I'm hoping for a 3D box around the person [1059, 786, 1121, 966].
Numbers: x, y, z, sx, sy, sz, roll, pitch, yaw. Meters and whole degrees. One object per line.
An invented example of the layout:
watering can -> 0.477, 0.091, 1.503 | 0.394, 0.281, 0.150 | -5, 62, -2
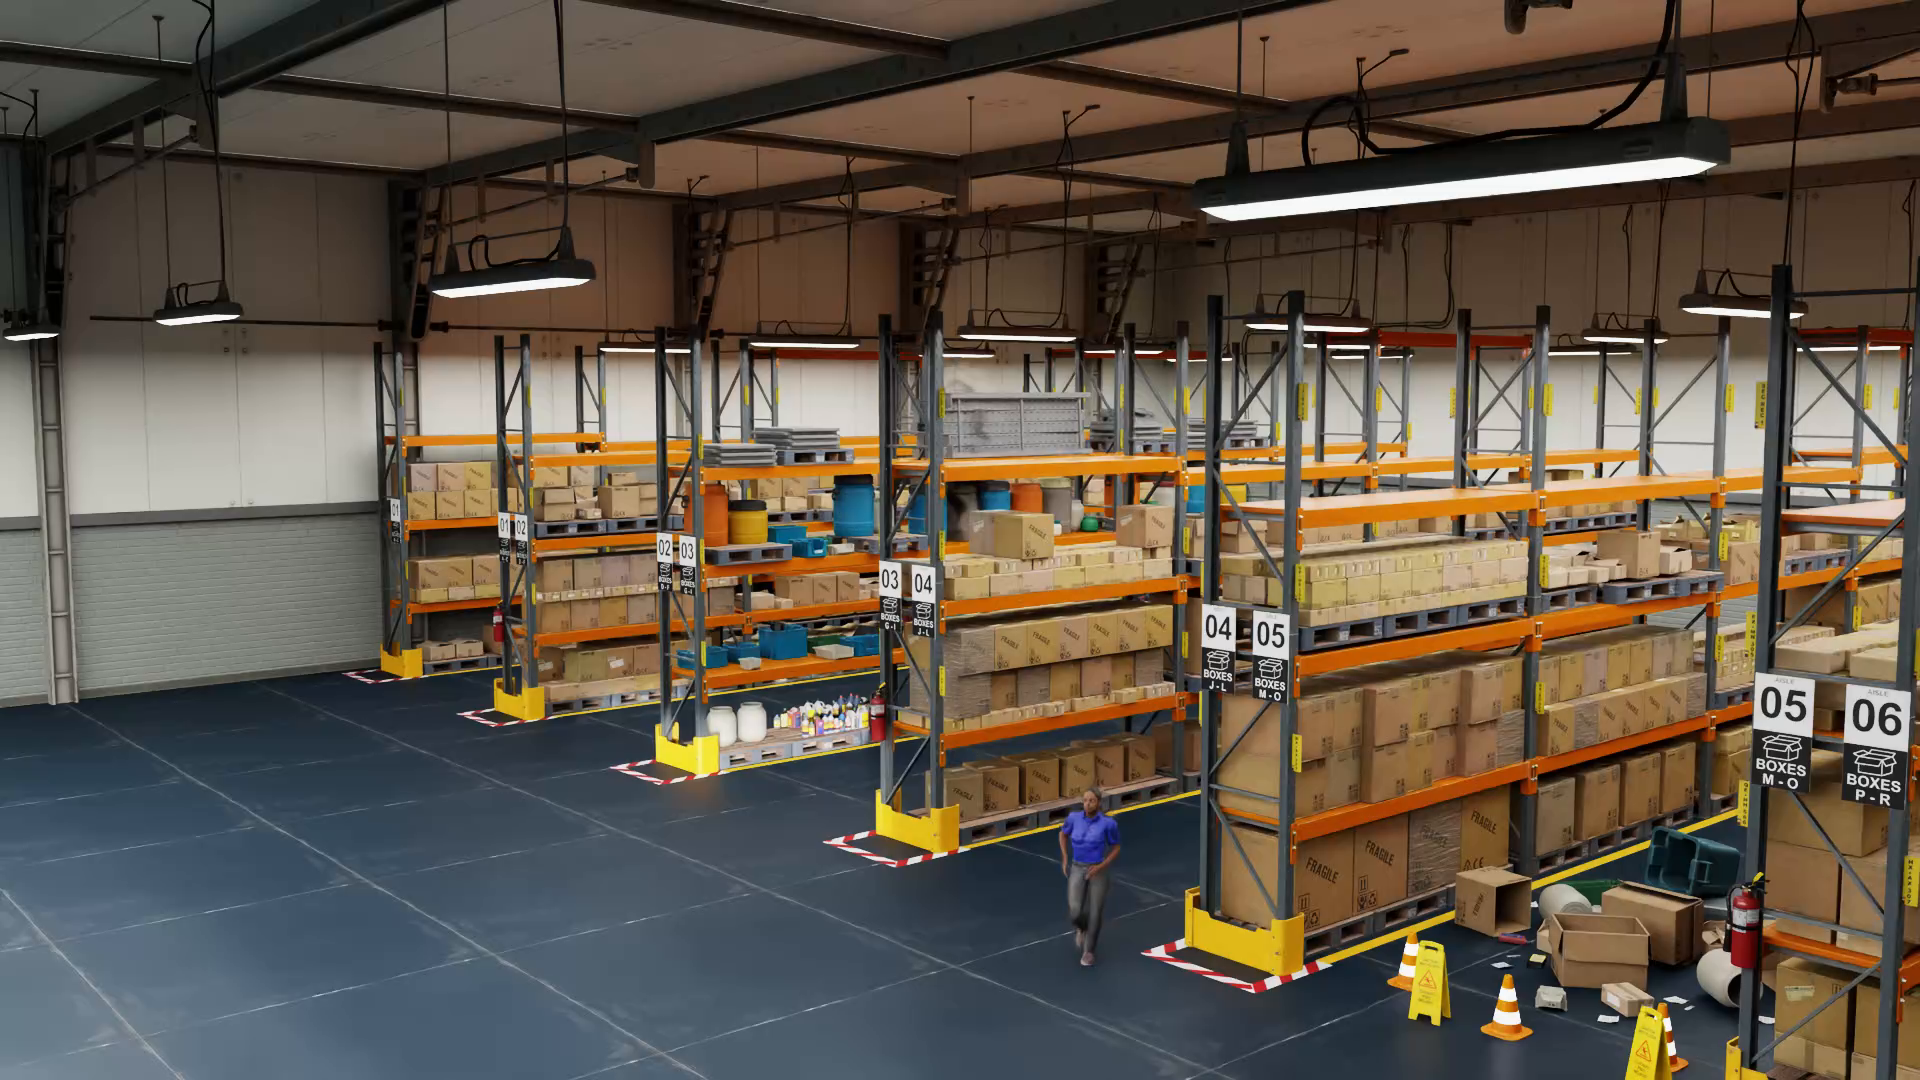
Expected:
person -> 1.151, 3.014, 14.950 | 0.590, 1.632, 0.508 | 1, 5, 16
